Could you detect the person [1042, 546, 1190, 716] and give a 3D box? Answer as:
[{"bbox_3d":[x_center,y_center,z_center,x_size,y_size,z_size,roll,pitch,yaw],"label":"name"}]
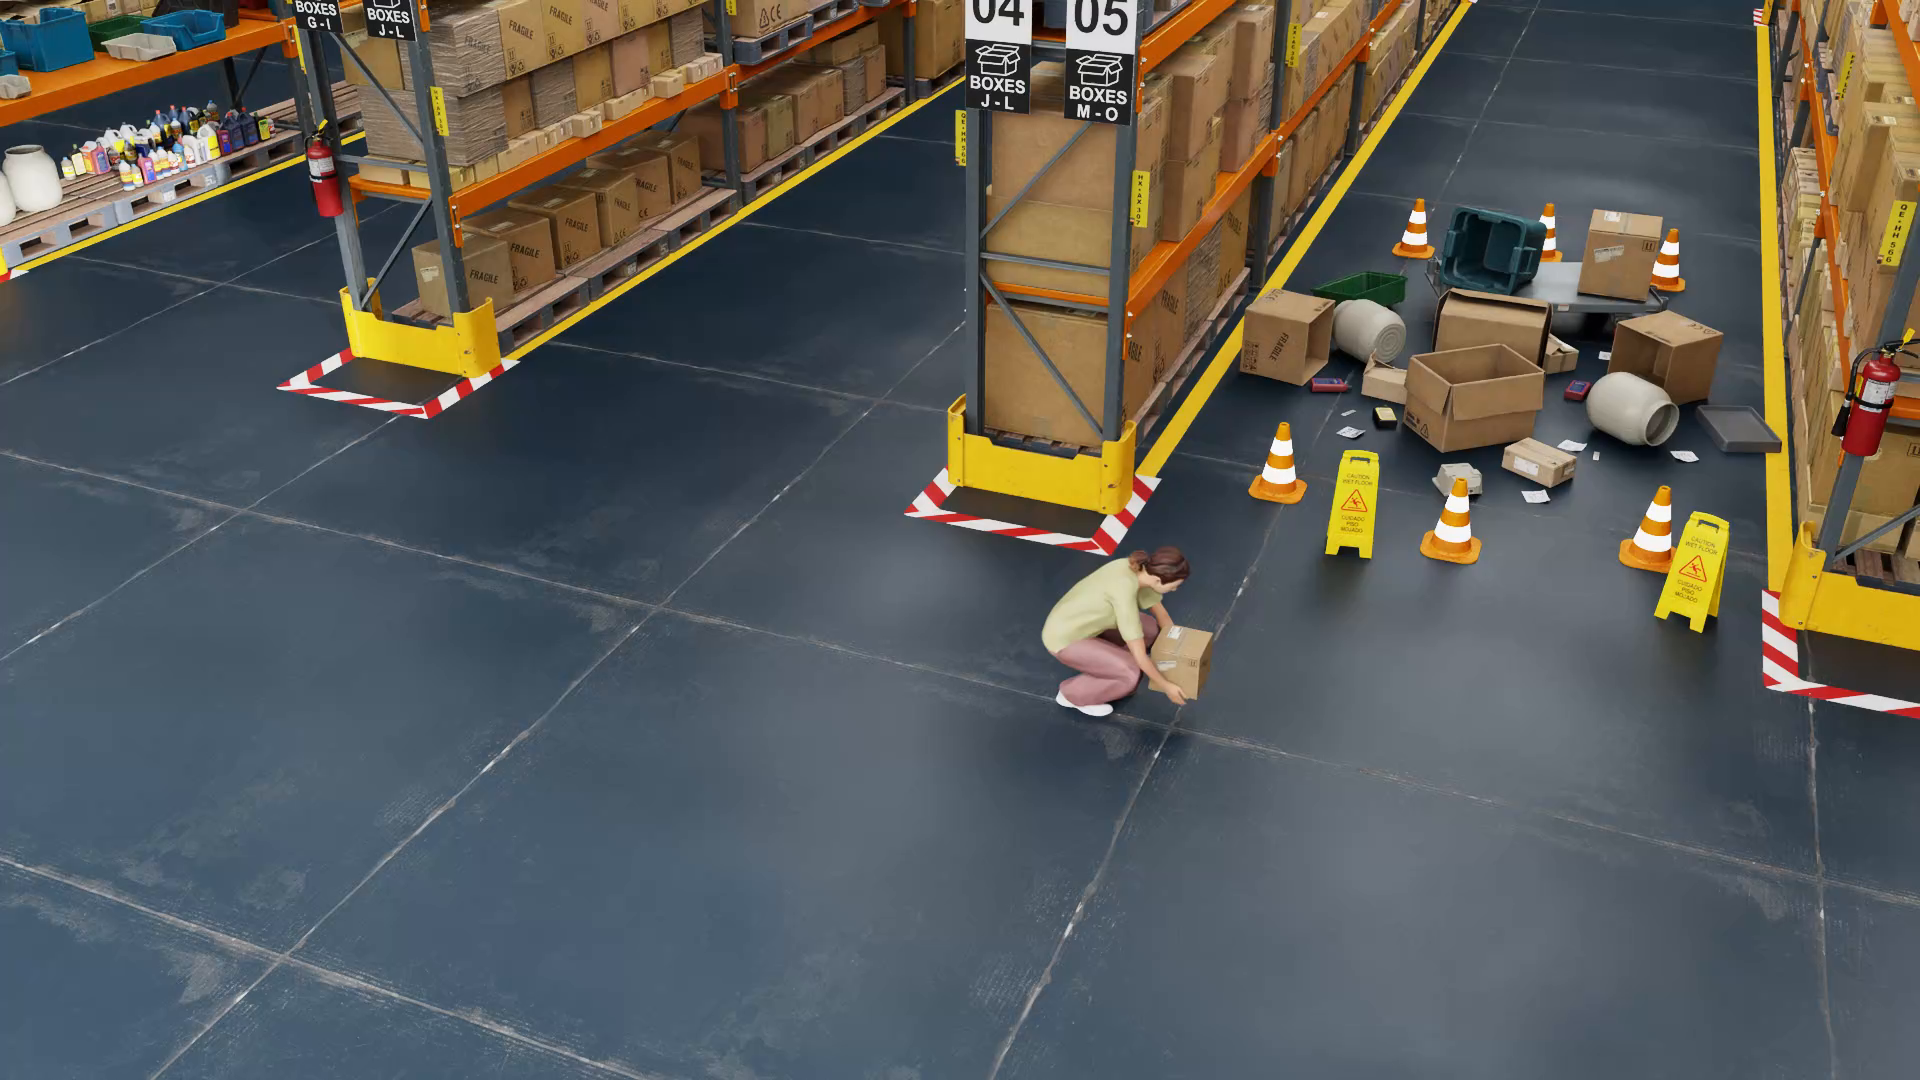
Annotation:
[{"bbox_3d":[0.816,0.432,8.393,0.788,0.935,0.473,11,32,19],"label":"person"}]
